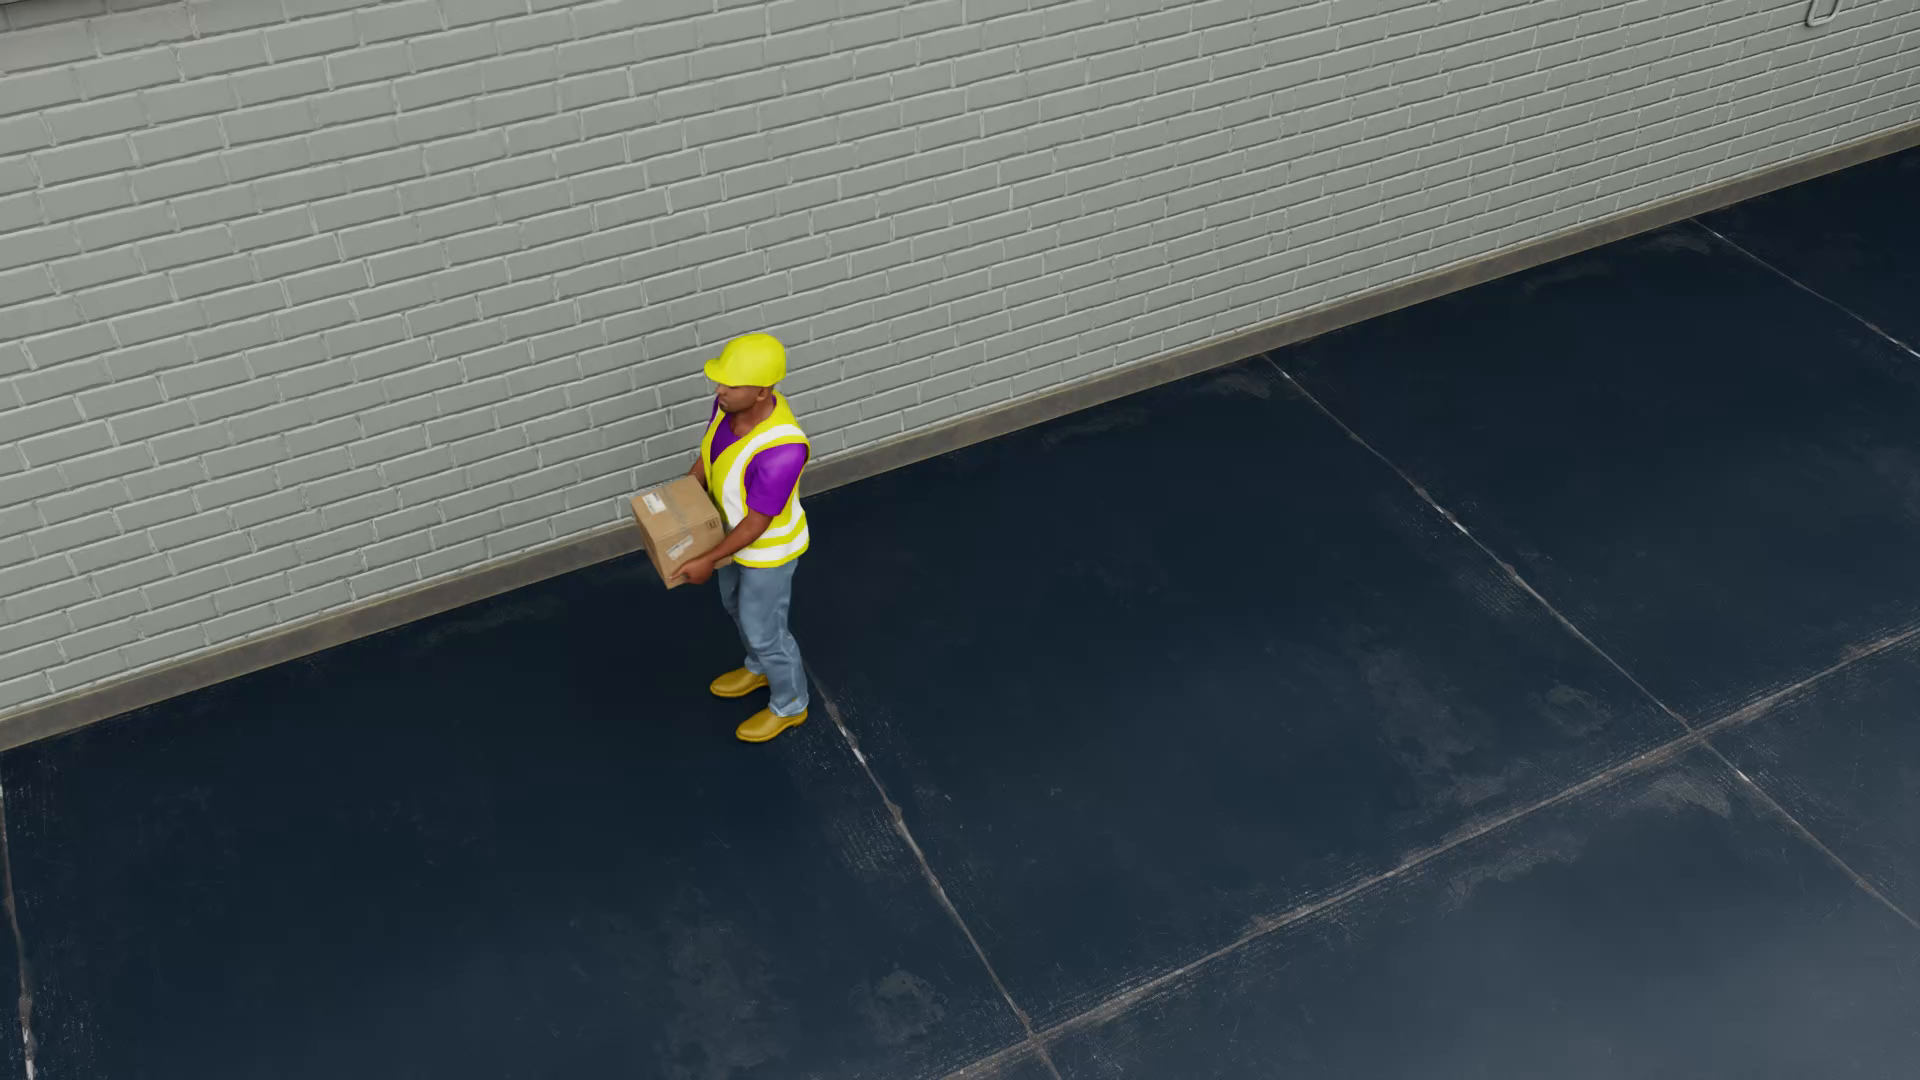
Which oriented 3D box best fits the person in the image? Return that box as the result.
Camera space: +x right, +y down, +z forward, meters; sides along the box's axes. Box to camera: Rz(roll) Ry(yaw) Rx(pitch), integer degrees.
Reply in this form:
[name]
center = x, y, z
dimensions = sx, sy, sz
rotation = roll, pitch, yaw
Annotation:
[person]
center = -0.837, 0.025, 6.112
dimensions = 0.573, 1.767, 0.521
rotation = -19, 44, -21
